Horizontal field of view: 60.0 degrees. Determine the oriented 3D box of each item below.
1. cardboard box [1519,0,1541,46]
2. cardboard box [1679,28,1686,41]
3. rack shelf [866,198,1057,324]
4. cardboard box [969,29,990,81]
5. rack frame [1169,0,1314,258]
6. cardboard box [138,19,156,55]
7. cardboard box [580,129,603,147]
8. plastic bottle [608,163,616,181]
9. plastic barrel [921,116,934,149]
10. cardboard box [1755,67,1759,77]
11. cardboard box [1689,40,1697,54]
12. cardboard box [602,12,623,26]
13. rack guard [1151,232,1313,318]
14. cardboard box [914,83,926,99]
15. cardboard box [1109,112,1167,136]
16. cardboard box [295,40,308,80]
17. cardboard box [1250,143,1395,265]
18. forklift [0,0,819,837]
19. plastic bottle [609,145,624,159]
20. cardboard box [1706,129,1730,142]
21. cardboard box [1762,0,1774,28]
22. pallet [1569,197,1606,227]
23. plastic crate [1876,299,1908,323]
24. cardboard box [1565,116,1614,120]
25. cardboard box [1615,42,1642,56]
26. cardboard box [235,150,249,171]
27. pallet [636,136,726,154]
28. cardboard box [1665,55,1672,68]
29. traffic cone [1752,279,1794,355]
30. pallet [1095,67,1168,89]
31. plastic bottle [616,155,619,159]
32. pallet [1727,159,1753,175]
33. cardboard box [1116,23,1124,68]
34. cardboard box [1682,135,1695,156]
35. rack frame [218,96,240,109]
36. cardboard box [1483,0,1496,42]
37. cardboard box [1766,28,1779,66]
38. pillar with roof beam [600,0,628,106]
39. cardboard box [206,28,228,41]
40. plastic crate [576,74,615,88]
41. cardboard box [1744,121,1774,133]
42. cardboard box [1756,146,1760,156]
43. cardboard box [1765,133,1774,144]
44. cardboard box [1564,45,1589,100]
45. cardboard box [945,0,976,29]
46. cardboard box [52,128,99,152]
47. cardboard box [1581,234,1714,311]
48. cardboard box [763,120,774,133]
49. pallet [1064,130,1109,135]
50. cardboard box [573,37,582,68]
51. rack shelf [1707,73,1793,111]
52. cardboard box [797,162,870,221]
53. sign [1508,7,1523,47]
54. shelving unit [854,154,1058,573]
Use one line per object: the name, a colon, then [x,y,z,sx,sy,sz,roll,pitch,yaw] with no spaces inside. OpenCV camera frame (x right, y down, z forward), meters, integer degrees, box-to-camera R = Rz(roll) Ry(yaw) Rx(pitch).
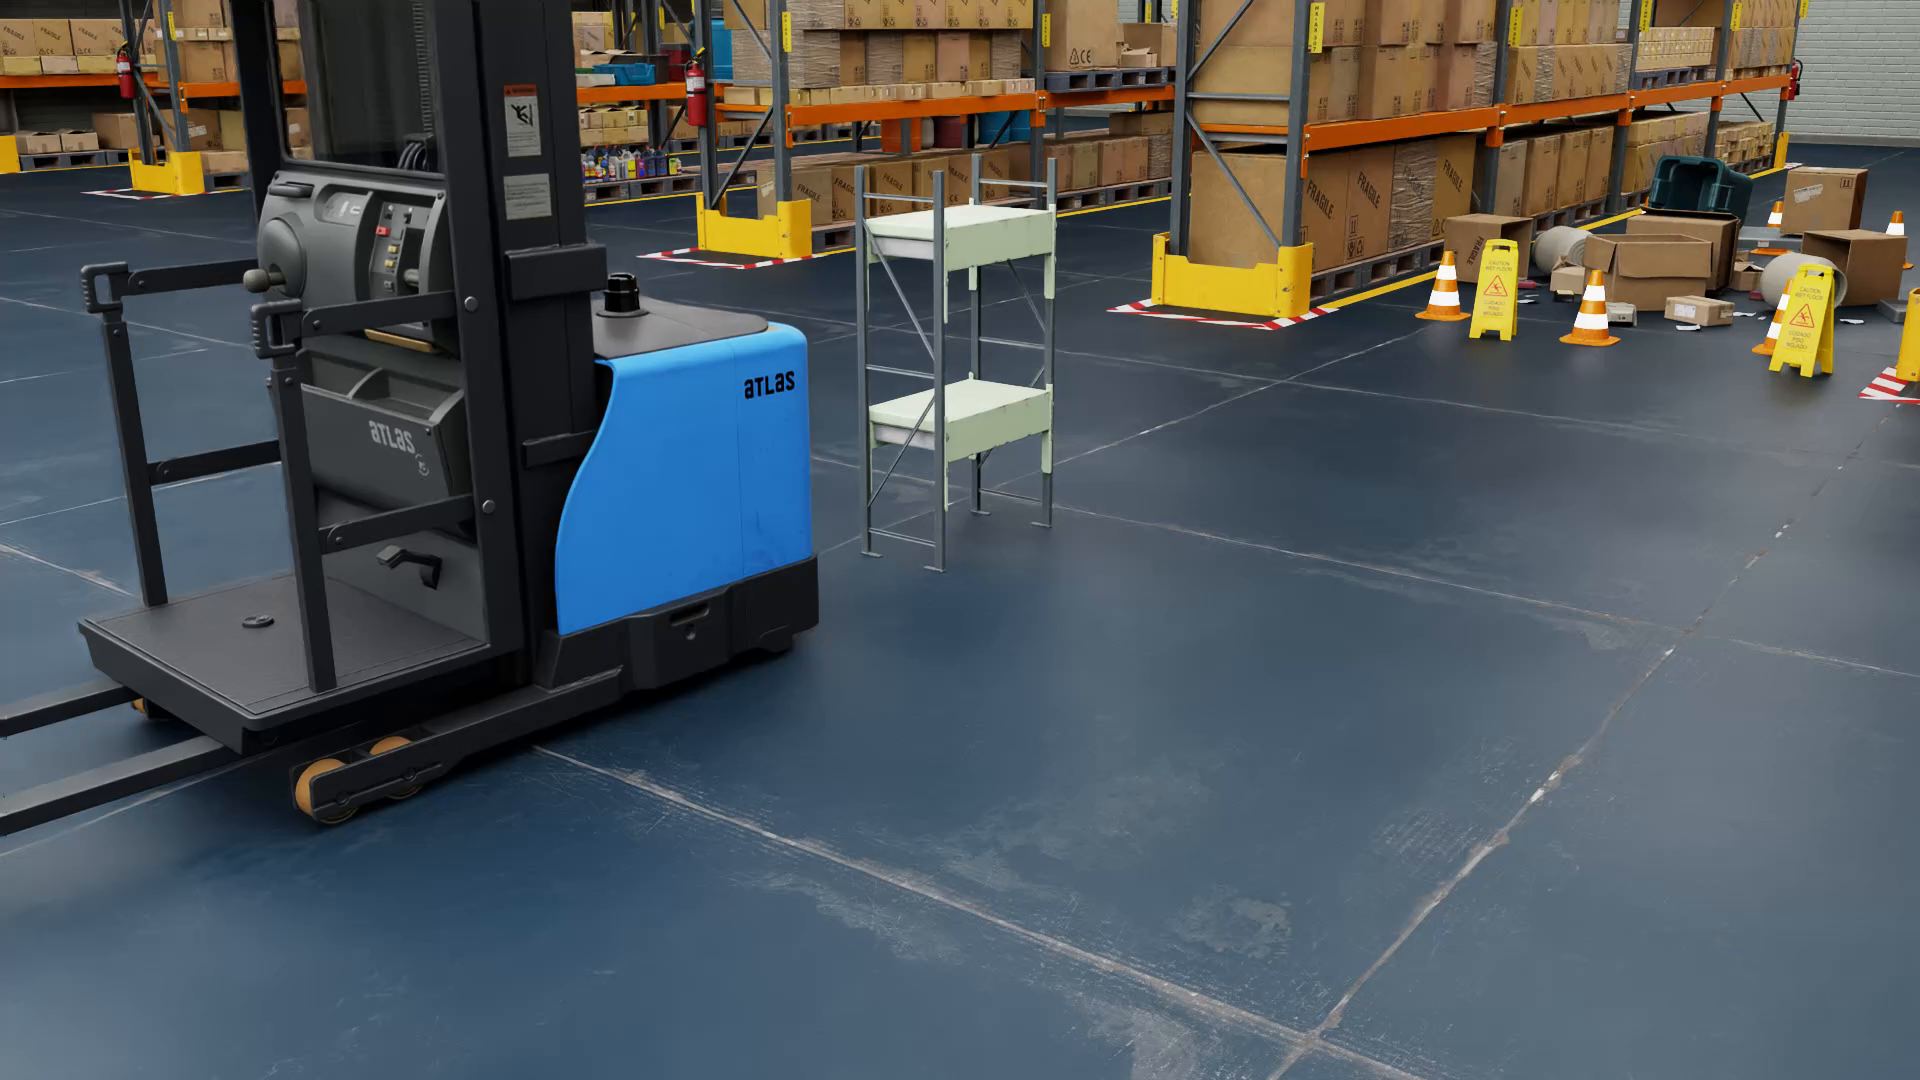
cardboard box: [4.975,-4.872,15.521,0.700,0.500,0.500,12,21,34]
cardboard box: [8.286,-5.935,19.509,0.380,0.149,0.250,11,21,32]
rack shelf: [-0.004,-1.087,6.400,0.431,0.370,0.720,12,21,35]
cardboard box: [-0.189,-4.986,17.072,0.875,0.500,0.500,12,21,35]
rack frame: [1.995,-3.152,11.836,1.000,3.000,0.127,12,21,35]
cardboard box: [-12.114,-7.522,24.863,0.500,0.500,0.500,12,21,33]
cardboard box: [-5.839,-6.186,25.534,0.500,0.250,0.500,13,21,36]
plastic bottle: [-4.130,-4.356,19.691,0.097,0.201,0.097,0,17,0]
plastic barrel: [-0.597,-6.116,24.866,0.421,0.512,0.421,0,17,0]
cardboard box: [10.723,-6.424,22.797,0.380,0.149,0.250,11,21,32]
cardboard box: [8.601,-5.916,19.950,0.380,0.149,0.250,12,21,33]
cardboard box: [-6.785,-9.938,31.719,0.500,0.250,0.500,13,22,36]
rack guard: [1.981,-1.953,12.189,1.175,0.500,0.348,12,21,35]
cardboard box: [-0.553,-4.382,16.219,0.380,0.149,0.250,12,21,35]
cardboard box: [2.156,-5.040,20.123,0.500,0.250,0.500,16,23,41]
cardboard box: [-8.673,-6.330,21.901,0.700,0.500,0.500,13,22,36]
cardboard box: [2.869,-2.721,13.323,0.875,0.875,0.875,12,21,34]
forklift: [-1.833,-0.826,4.463,1.130,2.935,3.031,15,23,40]
plastic bottle: [-4.221,-4.681,20.485,0.144,0.351,0.185,12,21,35]
cardboard box: [9.977,-5.369,22.071,0.380,0.149,0.250,12,21,33]
cardboard box: [10.539,-7.105,22.208,0.500,0.500,0.500,12,21,33]
pallet: [6.232,-3.551,17.824,1.003,0.211,1.213,12,21,35]
plastic crate: [6.820,-1.631,11.861,0.402,0.080,0.583,5,18,16]
cardboard box: [7.251,-4.754,19.237,0.500,0.250,0.500,13,21,35]
cardboard box: [7.211,-5.360,18.159,0.380,0.149,0.250,14,22,37]
cardboard box: [-9.088,-4.900,21.392,0.500,0.250,0.500,12,21,35]
pallet: [-4.640,-6.549,27.477,1.003,0.211,1.213,12,21,35]
cardboard box: [7.979,-5.525,19.194,0.380,0.149,0.250,13,21,35]
traffic cone: [5.251,-1.420,10.537,0.336,0.463,0.334,12,21,35]
pallet: [1.692,-5.388,19.359,1.003,0.211,1.213,12,21,35]
plastic bottle: [-4.079,-4.479,19.946,0.061,0.283,0.133,12,21,35]
pallet: [10.243,-5.137,22.929,1.003,0.211,1.213,12,21,35]
cardboard box: [1.414,-5.684,19.109,0.797,0.503,0.637,15,23,40]
cardboard box: [8.601,-4.674,20.244,0.500,0.500,0.500,12,21,33]
rack frame: [-11.479,-7.631,26.260,1.000,3.000,0.127,12,21,35]
cardboard box: [4.131,-4.610,14.459,0.875,0.550,0.550,12,21,35]
cardboard box: [10.862,-6.756,22.772,0.500,0.500,0.500,13,21,35]
pillar with roof beam: [-3.532,-11.961,30.085,9.100,9.000,0.400,12,21,35]
cardboard box: [-9.320,-6.280,20.648,0.380,0.149,0.250,12,21,33]
plastic crate: [-4.286,-5.323,19.272,0.530,0.136,0.437,12,21,35]
cardboard box: [11.417,-5.915,23.830,0.380,0.149,0.250,13,21,35]
cardboard box: [11.084,-5.513,23.538,0.380,0.149,0.250,12,21,34]
cardboard box: [11.443,-5.768,23.857,0.380,0.149,0.250,12,21,33]
cardboard box: [5.811,-4.590,16.299,0.500,0.500,0.500,13,21,36]
cardboard box: [-0.187,-5.279,16.328,0.500,0.500,0.500,12,21,35]
cardboard box: [-13.038,-5.889,24.442,0.500,0.311,0.500,15,22,39]
cardboard box: [5.044,-1.975,12.255,0.797,0.503,0.637,-1,17,-3]
cardboard box: [-3.396,-7.275,28.585,0.500,0.500,0.500,13,21,35]
pallet: [2.378,-6.928,28.698,1.003,0.211,1.213,12,21,35]
cardboard box: [-6.102,-7.355,25.201,0.500,0.500,0.500,11,20,32]
rack shelf: [10.337,-6.143,22.681,1.077,0.370,4.000,12,21,35]
cardboard box: [-1.214,-3.354,15.992,0.500,0.500,0.500,-13,22,-36]
sign: [4.825,-4.458,14.450,0.100,0.325,0.005,12,21,35]
shelving unit: [-0.004,-0.715,6.516,0.431,1.500,0.755,12,21,35]
